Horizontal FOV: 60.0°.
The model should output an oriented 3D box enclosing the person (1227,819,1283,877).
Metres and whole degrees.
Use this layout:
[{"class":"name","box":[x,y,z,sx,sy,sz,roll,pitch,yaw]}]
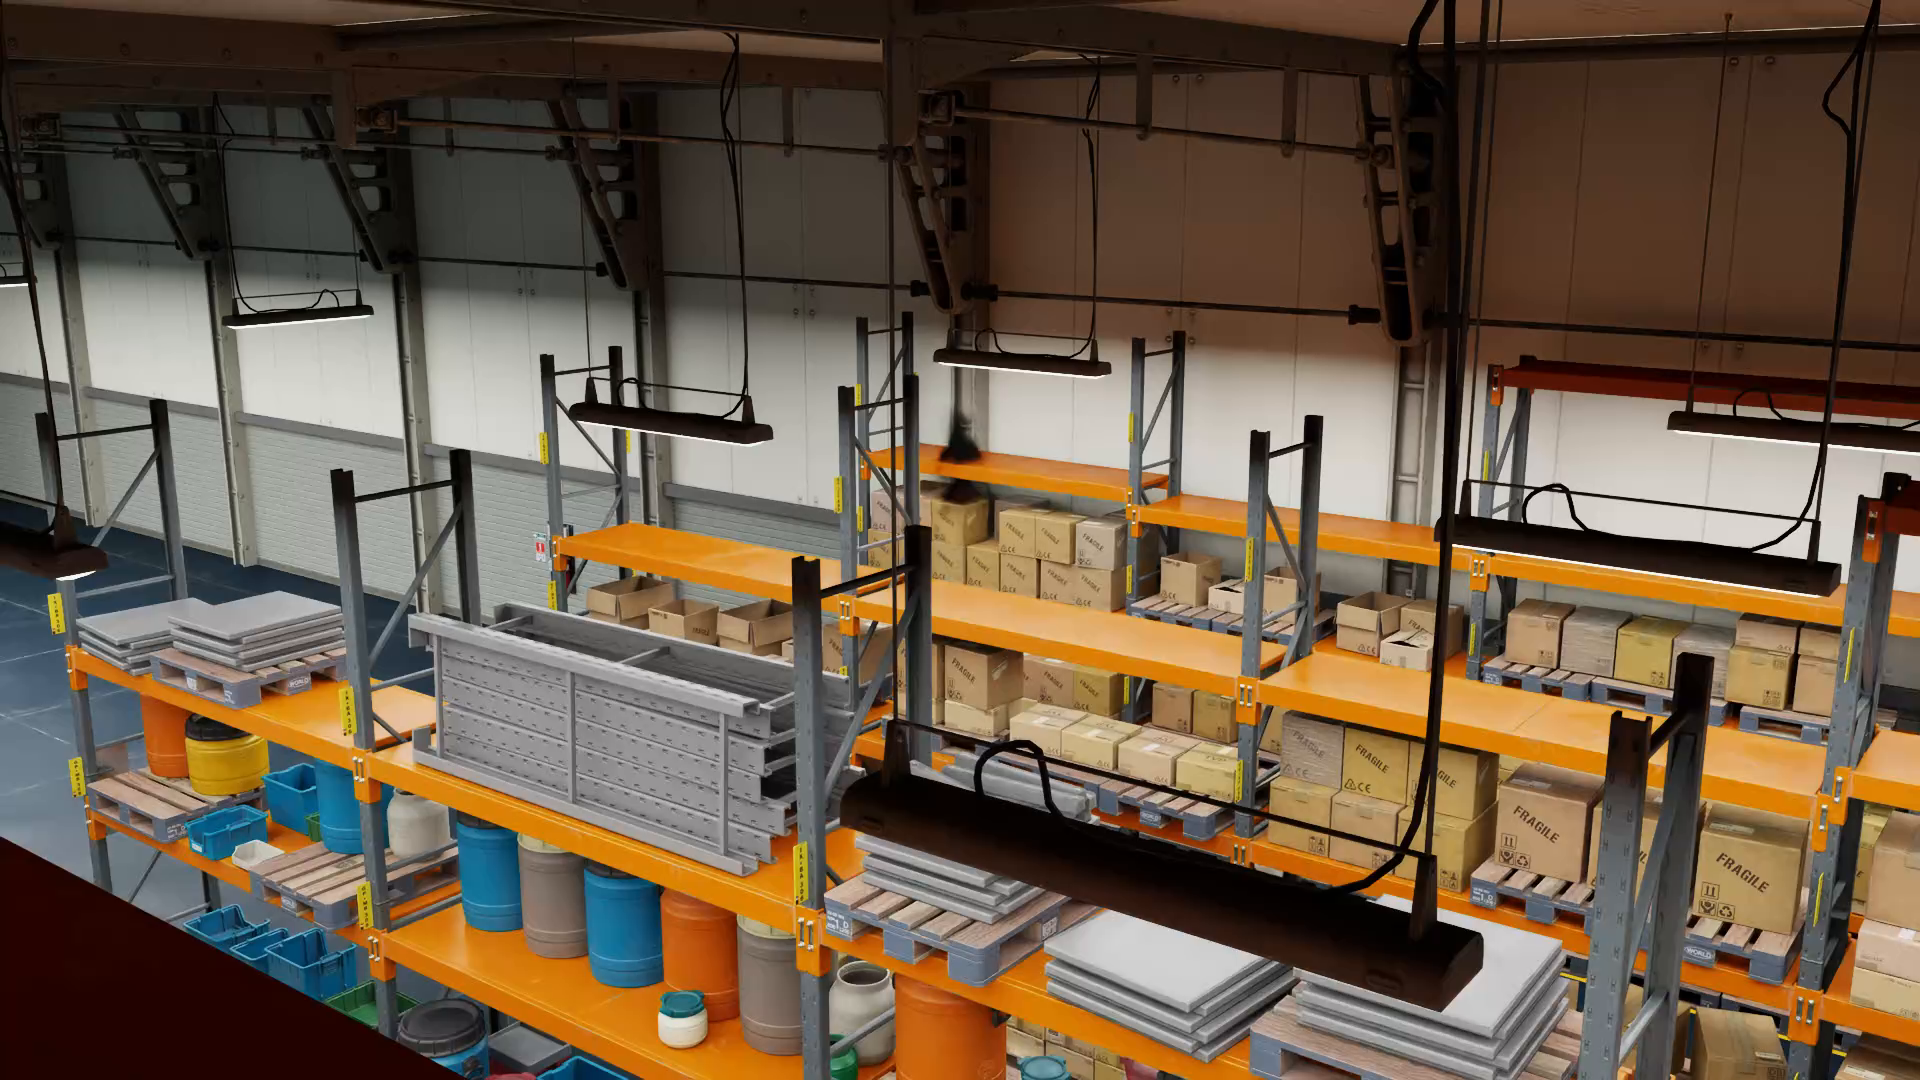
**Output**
[{"class":"person","box":[2.973,3.499,16.276,0.760,1.790,0.667,6,14,23]}]
